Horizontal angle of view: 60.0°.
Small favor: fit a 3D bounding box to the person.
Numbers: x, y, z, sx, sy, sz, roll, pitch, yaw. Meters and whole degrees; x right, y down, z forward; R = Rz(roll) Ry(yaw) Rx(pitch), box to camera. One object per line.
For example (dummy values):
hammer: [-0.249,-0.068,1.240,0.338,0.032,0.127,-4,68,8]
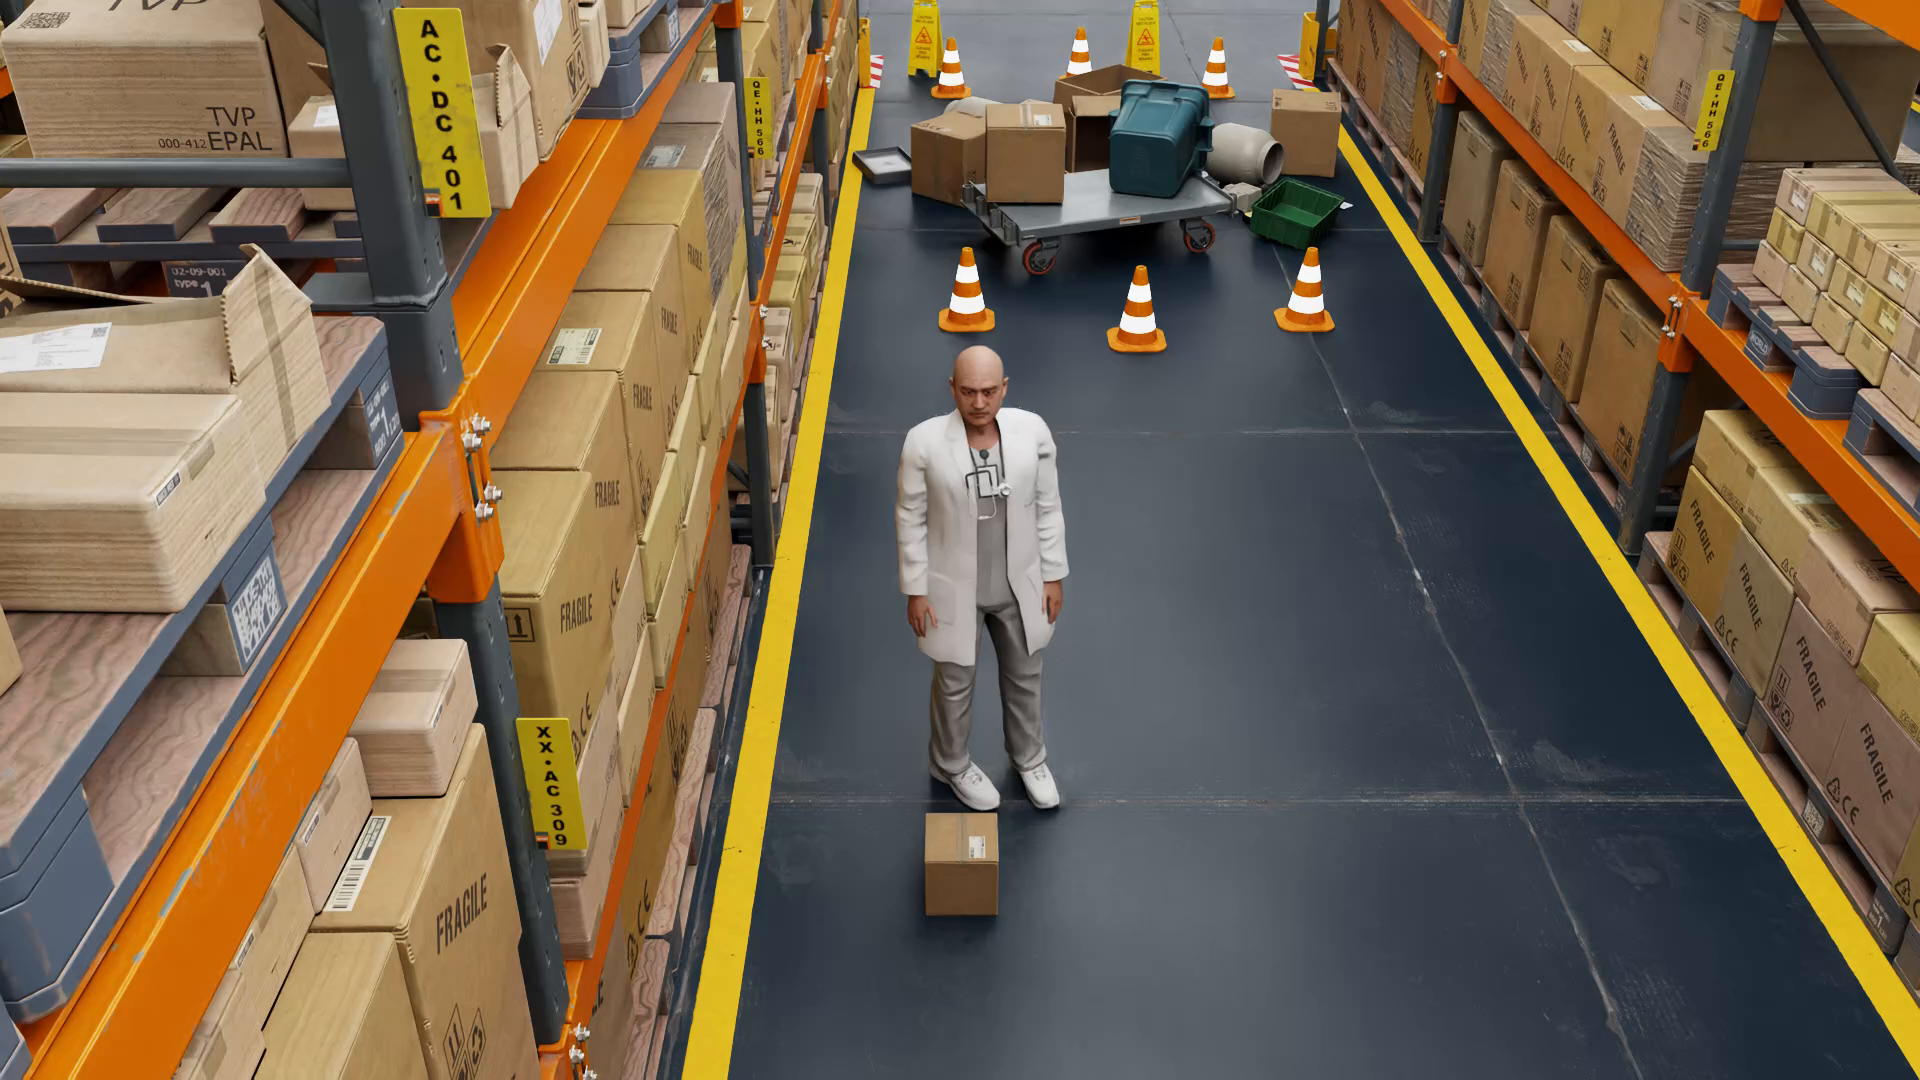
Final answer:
person: [0.092,0.176,5.822,0.603,1.787,0.390,-7,32,-11]
